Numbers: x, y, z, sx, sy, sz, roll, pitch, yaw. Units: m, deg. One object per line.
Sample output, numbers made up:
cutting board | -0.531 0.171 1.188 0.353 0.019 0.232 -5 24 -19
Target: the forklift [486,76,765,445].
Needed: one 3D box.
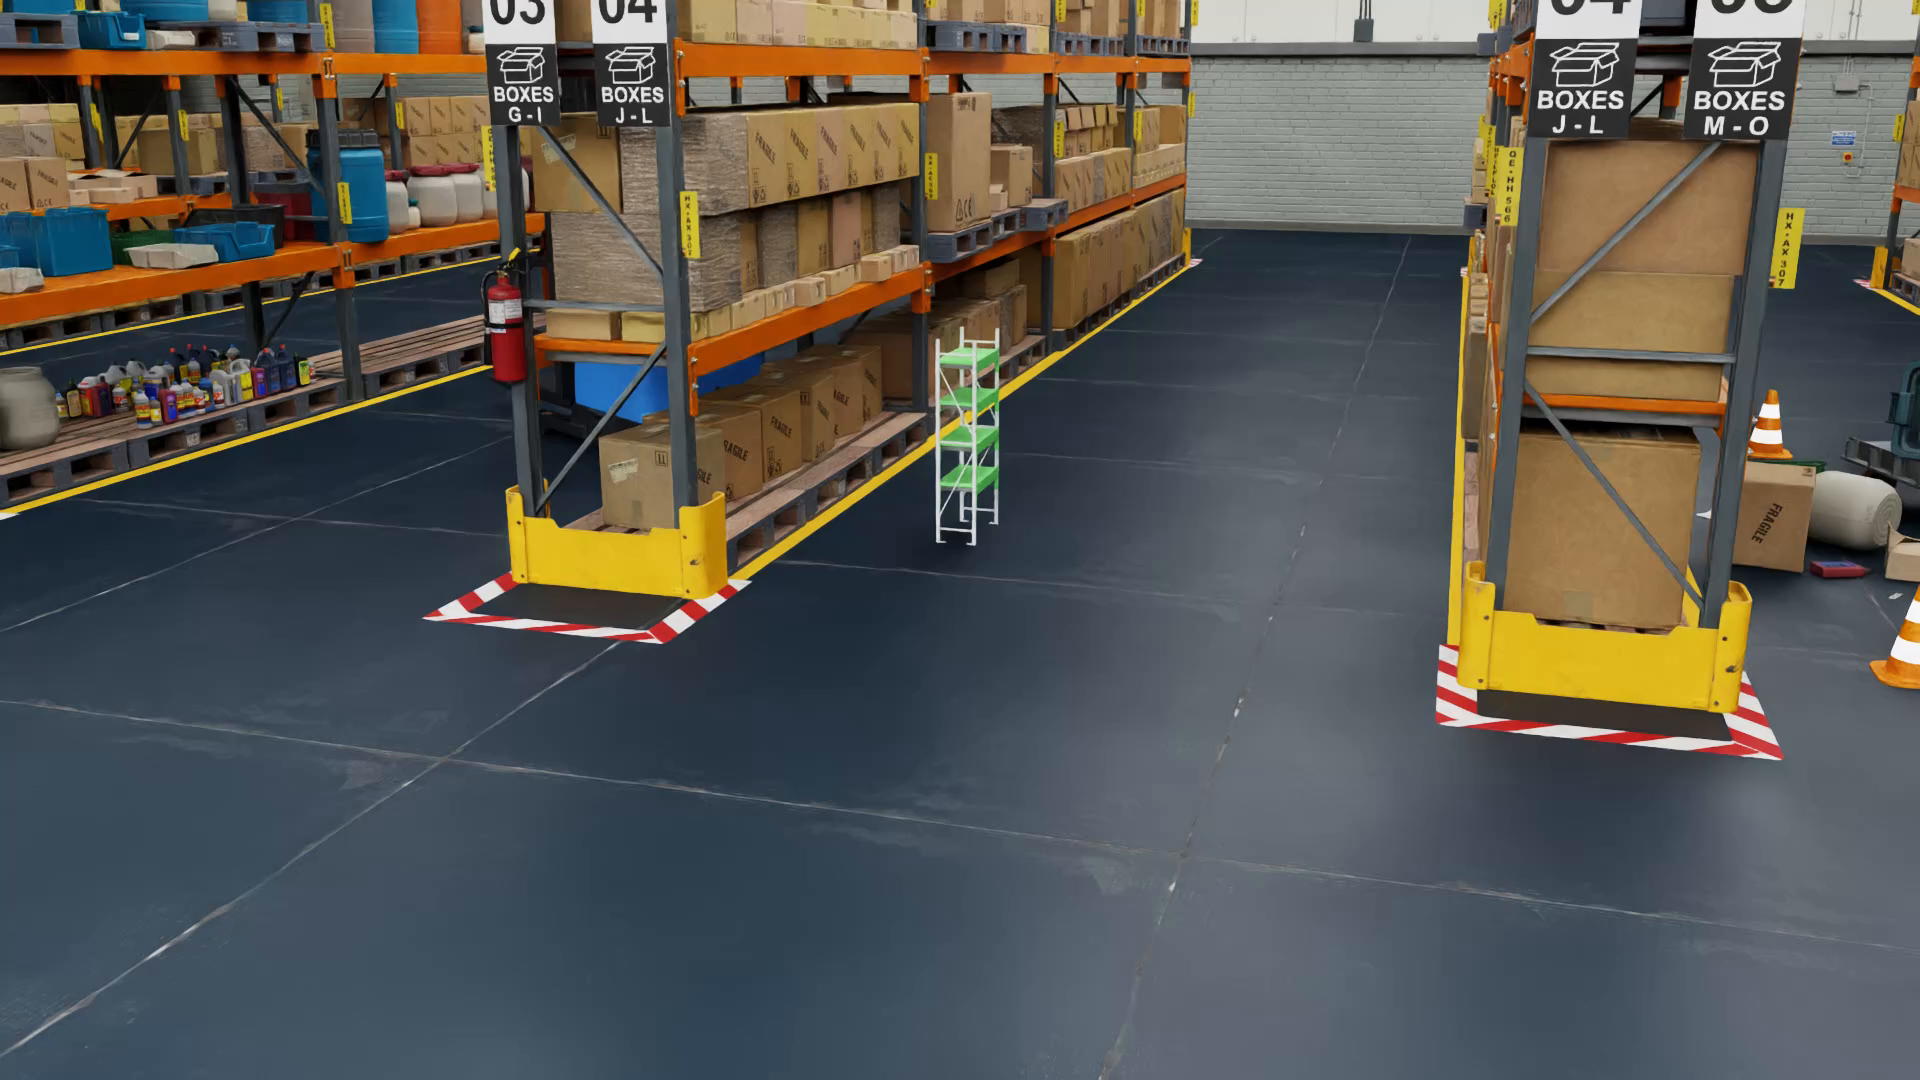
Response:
forklift | -2.725 -2.304 12.581 1.130 2.935 3.031 -13 20 -38

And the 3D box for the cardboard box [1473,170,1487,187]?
cardboard box | 4.834 -3.268 15.000 0.380 0.149 0.250 5 17 17

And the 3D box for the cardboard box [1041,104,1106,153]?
cardboard box | 1.161 -4.521 18.250 0.797 0.503 0.637 5 17 16

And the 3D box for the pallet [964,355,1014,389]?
pallet | -0.168 -1.426 14.471 1.003 0.211 1.213 5 16 16

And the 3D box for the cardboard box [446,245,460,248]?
cardboard box | -7.394 -4.275 23.789 0.380 0.166 0.250 5 16 16

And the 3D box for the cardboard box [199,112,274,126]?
cardboard box | -11.706 -6.546 26.860 0.980 0.700 0.700 5 17 18

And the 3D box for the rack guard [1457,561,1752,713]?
rack guard | 2.850 0.423 7.423 1.175 0.500 0.348 5 16 16

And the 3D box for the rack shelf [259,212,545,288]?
rack shelf | -4.914 -2.805 15.540 1.077 0.370 4.000 5 16 16

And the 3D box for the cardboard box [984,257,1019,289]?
cardboard box | 0.242 -2.483 15.485 0.500 0.250 0.500 5 17 18

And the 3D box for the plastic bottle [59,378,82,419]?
plastic bottle | -6.501 -1.033 12.145 0.061 0.283 0.133 5 17 17

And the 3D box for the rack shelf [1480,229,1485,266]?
rack shelf | 5.699 -3.056 16.426 1.077 0.370 4.000 5 16 16

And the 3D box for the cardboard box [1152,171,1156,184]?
cardboard box | 2.238 -4.541 20.803 0.380 0.149 0.250 4 16 15

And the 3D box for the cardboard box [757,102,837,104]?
cardboard box | -1.105 -2.818 11.707 0.500 0.500 0.500 5 16 16

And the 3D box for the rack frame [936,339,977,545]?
rack frame | -0.022 -0.557 9.593 0.240 1.200 0.015 5 16 16

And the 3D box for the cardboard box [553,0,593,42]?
cardboard box | -1.976 -2.714 8.679 0.500 0.250 0.500 5 17 17

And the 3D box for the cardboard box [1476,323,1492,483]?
cardboard box | 3.748 -0.853 10.465 0.875 0.875 0.875 5 17 17

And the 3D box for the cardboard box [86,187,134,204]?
cardboard box | -9.084 -3.682 17.774 0.380 0.149 0.250 5 16 16

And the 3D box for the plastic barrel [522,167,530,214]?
plastic barrel | -4.433 -3.442 16.264 0.421 0.512 0.421 0 16 0

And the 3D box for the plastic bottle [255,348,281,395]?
plastic bottle | -5.443 -1.324 13.049 0.144 0.351 0.185 4 16 13

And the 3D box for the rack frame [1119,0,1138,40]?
rack frame | 1.540 -7.223 18.803 1.000 3.000 0.127 5 16 16

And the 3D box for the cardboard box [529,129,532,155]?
cardboard box | -6.686 -6.062 25.522 0.500 0.500 0.500 5 17 18

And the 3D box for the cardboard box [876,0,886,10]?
cardboard box | -0.700 -3.564 10.944 0.380 0.149 0.250 4 16 13

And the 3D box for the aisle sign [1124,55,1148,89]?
aisle sign | 2.410 -6.676 23.105 0.394 0.787 0.004 5 16 16

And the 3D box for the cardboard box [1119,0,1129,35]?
cardboard box | 1.705 -6.287 19.866 0.700 0.500 0.500 4 16 13

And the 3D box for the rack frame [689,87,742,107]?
rack frame | -3.208 -4.721 20.976 1.000 3.000 0.127 5 16 16

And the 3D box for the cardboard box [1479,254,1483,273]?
cardboard box | 5.206 -2.572 15.836 0.500 0.250 0.500 5 17 17

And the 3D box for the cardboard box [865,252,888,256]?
cardboard box | -0.721 -1.918 11.556 0.380 0.149 0.250 5 16 16

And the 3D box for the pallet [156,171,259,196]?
pallet | -8.968 -4.150 19.315 1.213 0.211 1.003 5 16 16

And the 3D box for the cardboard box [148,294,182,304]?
cardboard box | -9.009 -2.782 18.410 0.500 0.250 0.500 5 17 17

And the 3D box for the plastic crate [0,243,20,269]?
plastic crate | -6.573 -1.833 11.069 0.499 0.251 0.408 5 16 16

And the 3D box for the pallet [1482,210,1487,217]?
pallet | 5.654 -3.308 16.347 1.003 0.211 1.213 5 16 16

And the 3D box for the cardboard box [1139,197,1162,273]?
cardboard box | 2.060 -3.919 21.272 0.875 0.875 0.875 5 16 16

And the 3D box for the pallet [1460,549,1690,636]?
pallet | 3.009 0.340 8.244 1.003 0.211 1.213 5 16 16

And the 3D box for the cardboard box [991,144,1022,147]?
cardboard box | 0.288 -3.396 15.353 0.500 0.500 0.500 3 16 9

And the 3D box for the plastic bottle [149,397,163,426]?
plastic bottle | -5.775 -0.924 11.912 0.097 0.201 0.097 0 16 0

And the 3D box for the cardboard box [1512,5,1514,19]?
cardboard box | 4.571 -4.197 12.954 0.500 0.250 0.500 5 17 17

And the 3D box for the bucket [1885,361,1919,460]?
bucket | 6.165 -0.775 10.277 0.726 0.611 0.620 11 9 35

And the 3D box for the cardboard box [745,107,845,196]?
cardboard box | -1.026 -2.385 10.179 0.500 0.500 0.500 5 16 16

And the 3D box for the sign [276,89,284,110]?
sign | -11.054 -7.161 27.023 0.100 0.325 0.005 5 16 16

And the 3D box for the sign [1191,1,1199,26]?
sign | 3.193 -7.168 22.631 0.100 0.325 0.005 5 16 16

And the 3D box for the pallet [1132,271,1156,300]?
pallet | 1.831 -3.188 20.683 1.003 0.211 1.213 5 16 16

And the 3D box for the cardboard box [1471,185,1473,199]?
cardboard box | 4.975 -3.257 15.507 0.380 0.149 0.250 5 17 17

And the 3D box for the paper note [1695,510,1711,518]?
paper note | 4.671 -0.158 10.331 0.147 0.020 0.142 -7 17 -23

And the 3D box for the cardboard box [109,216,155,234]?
cardboard box | -12.396 -4.676 24.630 0.700 0.500 0.500 5 17 17

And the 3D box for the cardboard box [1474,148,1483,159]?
cardboard box | 5.050 -3.615 15.676 0.380 0.149 0.250 5 17 18

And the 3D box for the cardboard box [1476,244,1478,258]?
cardboard box | 6.354 -3.431 19.794 0.380 0.149 0.250 4 16 13

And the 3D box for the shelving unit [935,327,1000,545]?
shelving unit | 0.047 -0.621 9.818 0.258 1.200 0.503 5 16 16

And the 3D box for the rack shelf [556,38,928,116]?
rack shelf | -1.302 -2.818 10.087 1.077 0.370 4.000 5 16 16

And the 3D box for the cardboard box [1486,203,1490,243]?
cardboard box | 4.458 -2.566 13.195 0.500 0.500 0.500 5 16 16

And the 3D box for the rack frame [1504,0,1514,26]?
rack frame | 5.130 -5.765 13.665 1.000 3.000 0.127 5 16 16

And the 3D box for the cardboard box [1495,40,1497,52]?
cardboard box | 6.148 -5.446 18.311 0.500 0.250 0.500 5 17 17

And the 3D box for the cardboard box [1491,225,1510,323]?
cardboard box | 3.499 -1.530 9.450 0.875 0.550 0.550 5 16 16

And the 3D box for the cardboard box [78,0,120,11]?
cardboard box | -12.236 -7.636 23.704 0.500 0.500 0.500 4 16 15

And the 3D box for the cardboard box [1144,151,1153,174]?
cardboard box | 2.071 -4.640 20.421 0.500 0.250 0.500 5 16 16

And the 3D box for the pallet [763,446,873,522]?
pallet | -1.235 -0.404 10.865 1.003 0.211 1.213 5 16 16

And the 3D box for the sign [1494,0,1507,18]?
sign | 4.611 -4.614 14.154 0.100 0.325 0.005 5 16 16

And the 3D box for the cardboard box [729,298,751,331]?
cardboard box | -1.385 -1.261 9.237 0.380 0.149 0.250 5 16 16

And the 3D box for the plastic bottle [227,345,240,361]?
plastic bottle | -5.993 -1.478 13.735 0.097 0.271 0.097 0 16 0

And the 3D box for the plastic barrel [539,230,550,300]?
plastic barrel | -4.222 -2.962 17.981 0.600 0.830 0.708 5 16 16
